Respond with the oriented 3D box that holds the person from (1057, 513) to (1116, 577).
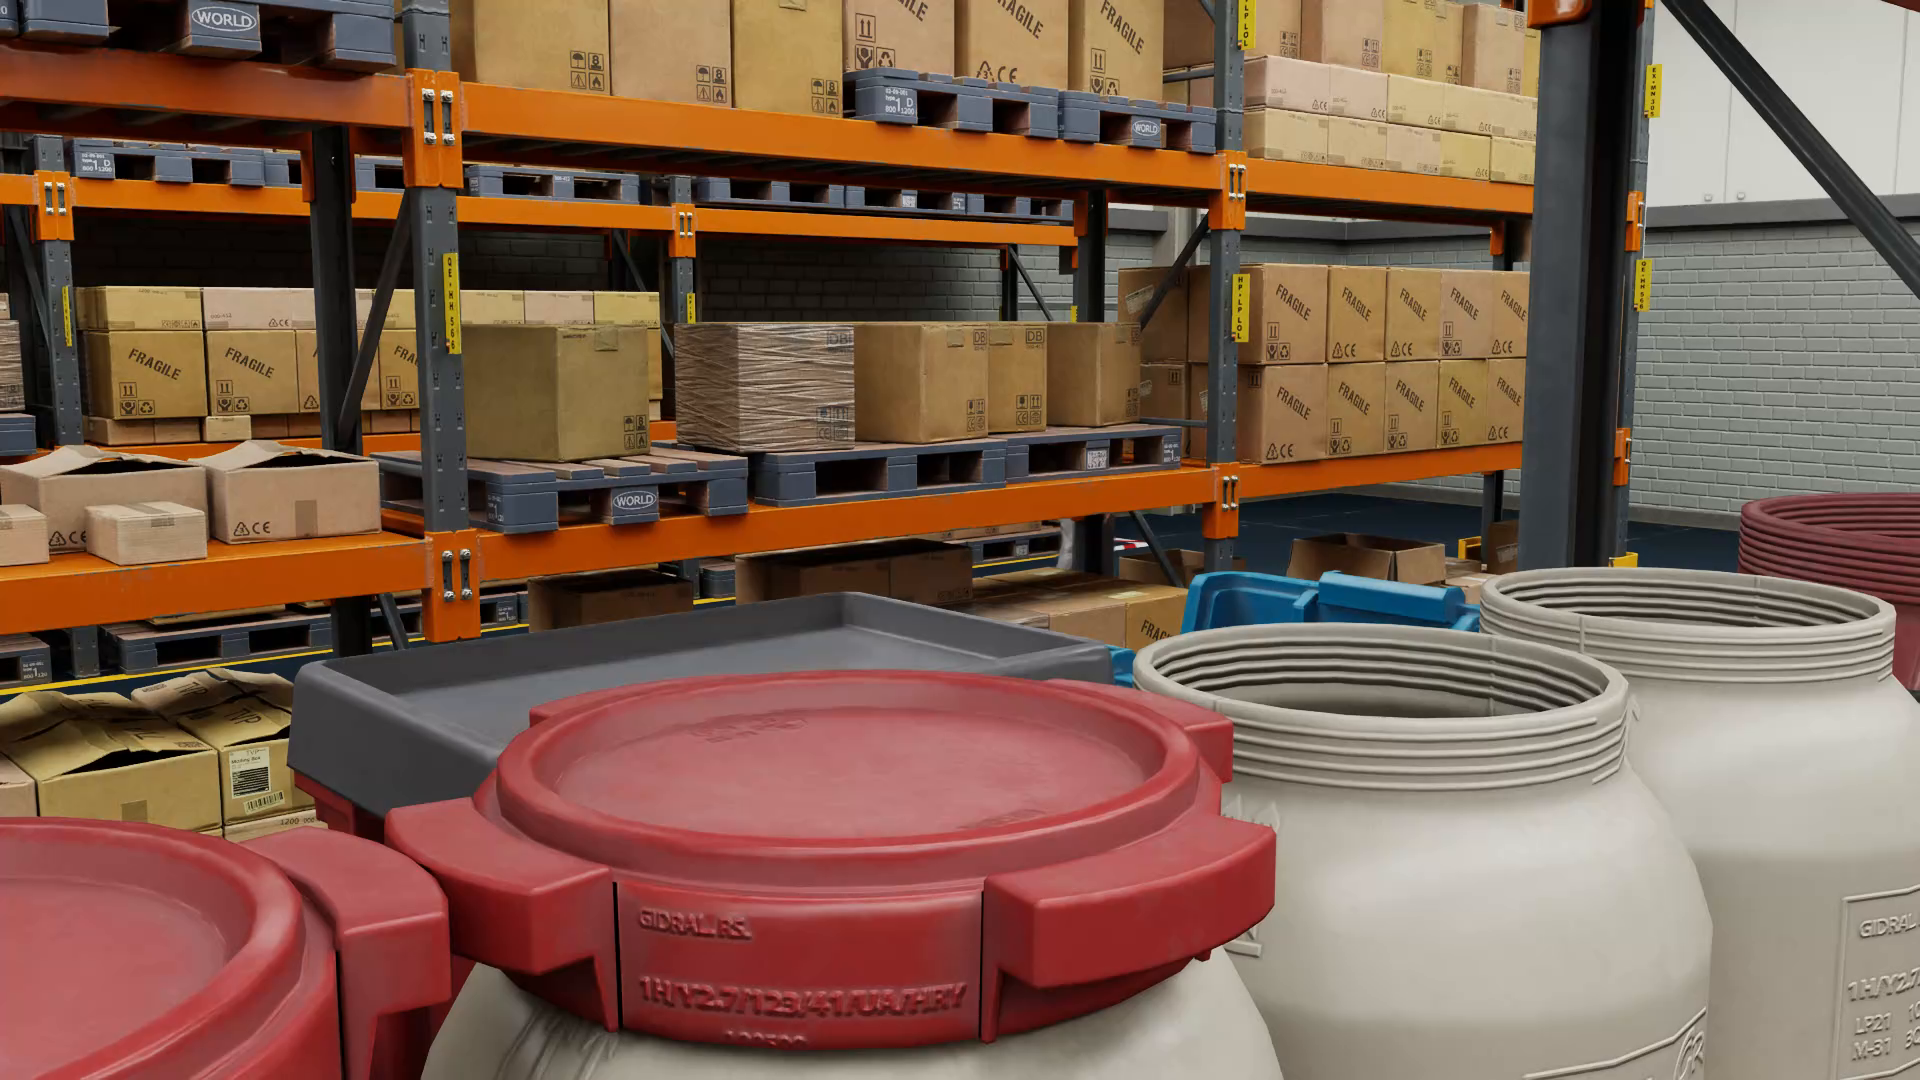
[{"bbox_3d":[0.878,-0.284,11.391,0.432,1.528,1.004,3,8,20],"label":"person"}]
